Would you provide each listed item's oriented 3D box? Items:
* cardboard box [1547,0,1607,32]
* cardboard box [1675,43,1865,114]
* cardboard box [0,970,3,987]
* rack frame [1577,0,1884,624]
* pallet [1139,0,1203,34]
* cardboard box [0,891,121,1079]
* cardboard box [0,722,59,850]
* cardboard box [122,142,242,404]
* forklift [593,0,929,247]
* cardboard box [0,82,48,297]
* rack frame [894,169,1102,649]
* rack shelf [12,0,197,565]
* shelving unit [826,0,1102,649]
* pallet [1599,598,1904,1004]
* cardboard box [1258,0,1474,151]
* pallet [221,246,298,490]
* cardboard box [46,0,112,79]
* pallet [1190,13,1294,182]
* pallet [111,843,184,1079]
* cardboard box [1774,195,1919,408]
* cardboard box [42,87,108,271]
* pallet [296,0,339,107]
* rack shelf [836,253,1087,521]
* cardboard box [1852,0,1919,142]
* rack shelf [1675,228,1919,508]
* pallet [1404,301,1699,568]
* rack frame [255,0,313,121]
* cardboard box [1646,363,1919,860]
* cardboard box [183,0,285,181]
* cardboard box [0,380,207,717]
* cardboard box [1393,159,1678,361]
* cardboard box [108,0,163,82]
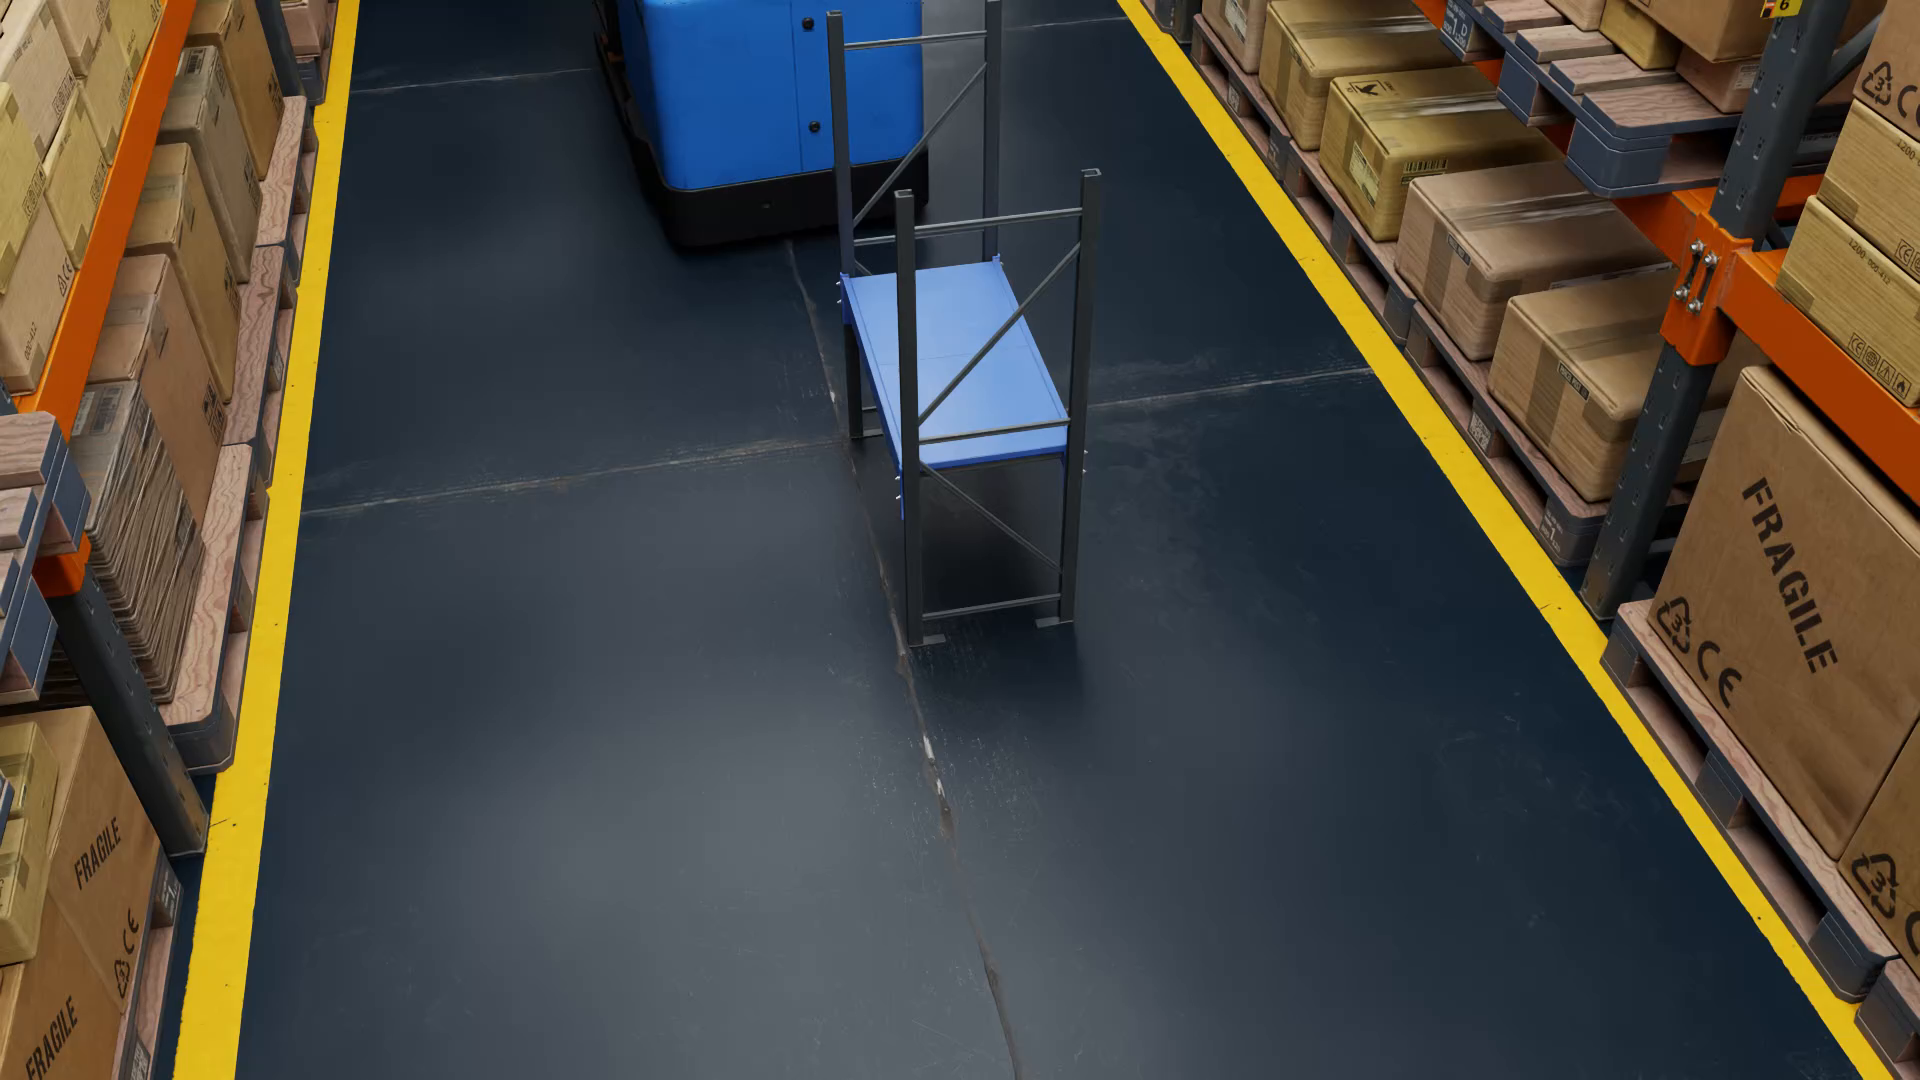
[{"bbox_3d":[1.853,-1.547,4.606,0.380,0.149,0.250,-9,42,-10],"label":"cardboard box"},{"bbox_3d":[2.079,-1.226,4.245,0.380,0.149,0.250,-7,42,-8],"label":"cardboard box"},{"bbox_3d":[-2.009,0.898,3.057,0.380,0.149,0.250,-10,43,-11],"label":"cardboard box"},{"bbox_3d":[2.380,-0.985,4.100,1.000,3.000,0.127,-8,42,-9],"label":"rack frame"},{"bbox_3d":[1.337,-2.965,8.431,1.003,0.211,1.213,-8,42,-9],"label":"pallet"},{"bbox_3d":[-2.067,1.076,3.345,0.500,0.500,0.500,-9,42,-10],"label":"cardboard box"},{"bbox_3d":[-2.112,0.548,3.451,0.380,0.149,0.250,-10,43,-11],"label":"cardboard box"},{"bbox_3d":[-2.881,-0.805,5.370,0.875,0.625,0.625,-10,43,-11],"label":"cardboard box"},{"bbox_3d":[-1.052,-3.219,6.668,1.130,2.935,3.031,-12,43,-13],"label":"forklift"},{"bbox_3d":[-2.299,-0.728,3.547,0.500,0.250,0.500,-8,42,-9],"label":"cardboard box"},{"bbox_3d":[0.091,-0.287,4.443,0.500,1.500,0.032,-8,42,-9],"label":"rack frame"},{"bbox_3d":[-2.898,-1.298,4.995,1.077,0.370,4.000,-8,42,-9],"label":"rack shelf"},{"bbox_3d":[-0.018,-0.616,4.814,0.538,1.500,1.048,-8,42,-9],"label":"shelving unit"},{"bbox_3d":[2.477,0.580,4.437,1.003,0.211,1.213,-8,42,-9],"label":"pallet"},{"bbox_3d":[1.791,-1.947,6.846,0.950,0.372,0.625,-6,42,-7],"label":"cardboard box"},{"bbox_3d":[-2.865,-0.557,5.718,1.003,0.211,1.213,-8,42,-9],"label":"pallet"},{"bbox_3d":[-2.525,-1.391,4.294,0.500,0.250,0.500,-9,42,-10],"label":"cardboard box"},{"bbox_3d":[1.686,-2.030,7.378,1.003,0.211,1.213,-8,42,-9],"label":"pallet"},{"bbox_3d":[-2.342,1.261,3.670,1.003,0.211,1.213,-8,42,-9],"label":"pallet"},{"bbox_3d":[2.240,-0.575,3.751,0.500,0.250,0.500,-9,42,-10],"label":"cardboard box"},{"bbox_3d":[-2.427,-0.864,4.077,0.500,0.250,0.500,-9,42,-10],"label":"cardboard box"},{"bbox_3d":[-3.460,-2.342,7.730,1.003,0.211,1.213,-8,42,-9],"label":"pallet"},{"bbox_3d":[-0.018,-0.482,4.934,0.538,0.185,1.000,-8,42,-9],"label":"rack shelf"},{"bbox_3d":[2.248,-1.041,3.335,0.500,0.500,0.500,-10,43,-11],"label":"cardboard box"},{"bbox_3d":[2.812,0.581,2.878,1.077,0.370,4.000,-8,42,-9],"label":"rack shelf"},{"bbox_3d":[2.213,-0.448,5.596,1.003,0.211,1.213,-8,42,-9],"label":"pallet"},{"bbox_3d":[-3.329,-2.864,6.217,1.000,3.000,0.127,-8,42,-9],"label":"rack frame"},{"bbox_3d":[2.448,0.113,4.148,0.875,0.875,0.875,-9,42,-10],"label":"cardboard box"},{"bbox_3d":[-3.206,-1.796,6.486,0.875,0.625,0.625,-7,42,-7],"label":"cardboard box"},{"bbox_3d":[-2.587,0.054,4.402,0.875,0.625,0.625,-7,42,-8],"label":"cardboard box"},{"bbox_3d":[2.101,-1.004,5.784,0.950,0.372,0.625,-9,42,-10],"label":"cardboard box"},{"bbox_3d":[-2.655,-1.534,4.831,0.500,0.250,0.500,-7,42,-8],"label":"cardboard box"}]
